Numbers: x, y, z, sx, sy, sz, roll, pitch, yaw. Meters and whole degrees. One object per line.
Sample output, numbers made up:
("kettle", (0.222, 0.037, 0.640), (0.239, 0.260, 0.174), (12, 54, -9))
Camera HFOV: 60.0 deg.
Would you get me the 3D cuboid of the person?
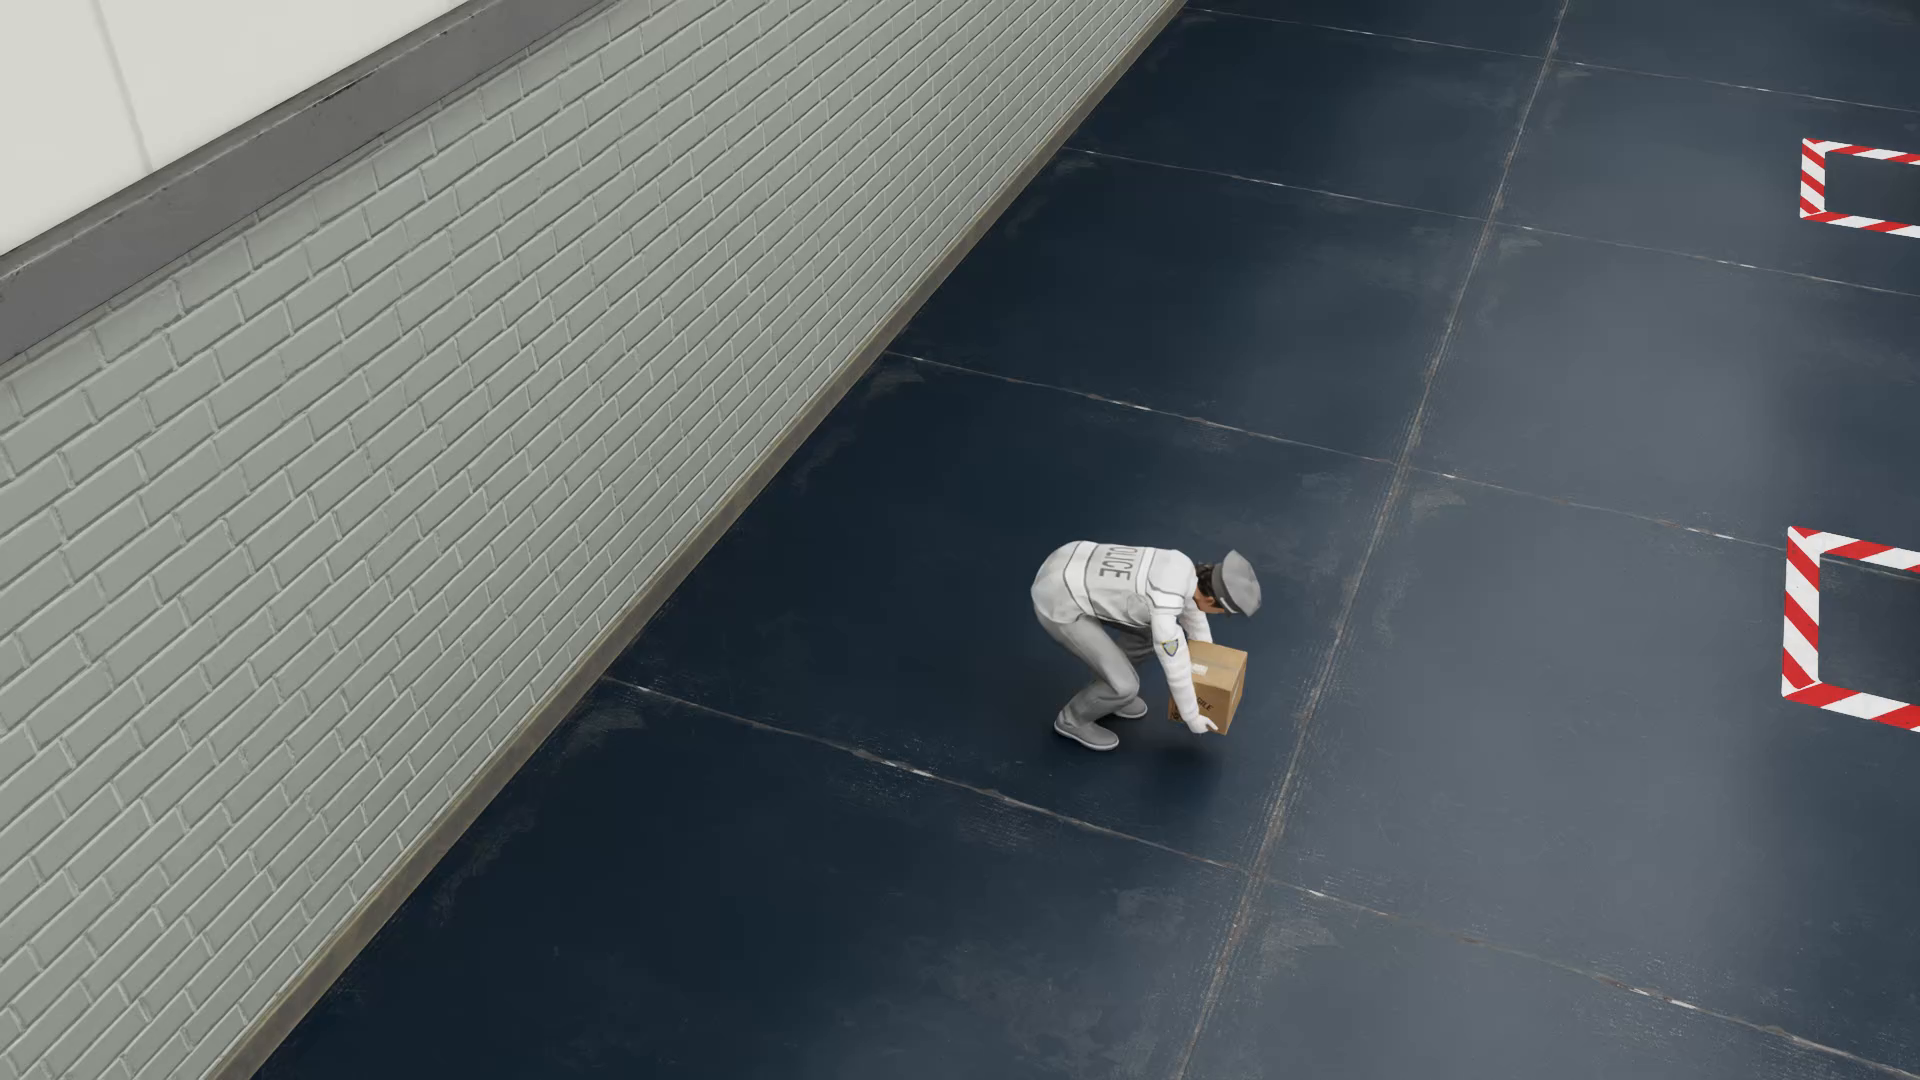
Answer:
("person", (0.743, 0.420, 6.821), (0.917, 1.000, 0.452), (12, 39, 16))
